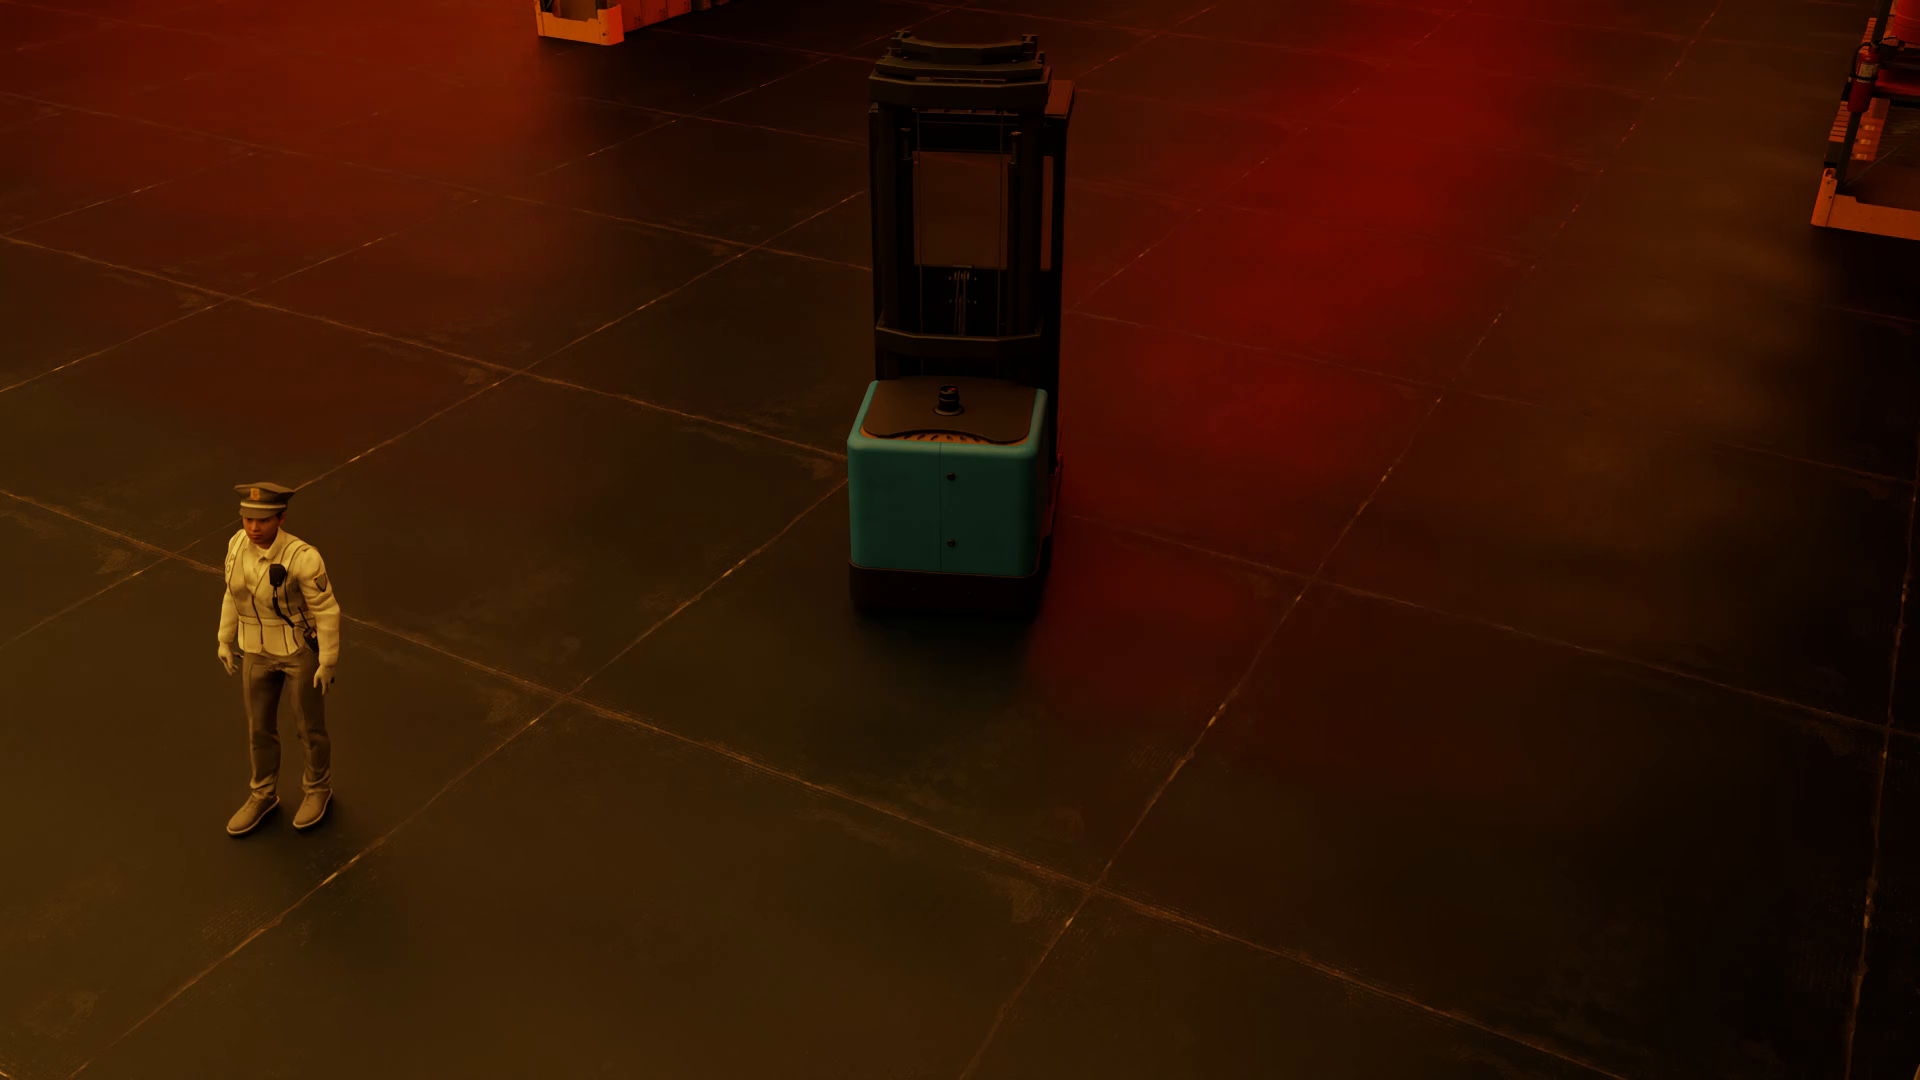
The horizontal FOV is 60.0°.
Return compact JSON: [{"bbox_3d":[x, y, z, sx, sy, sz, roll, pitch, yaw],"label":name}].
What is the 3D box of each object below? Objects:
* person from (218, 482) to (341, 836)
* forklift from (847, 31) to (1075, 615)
[{"bbox_3d":[-3.044,0.528,7.378,0.587,1.694,0.531,7,31,12],"label":"person"},{"bbox_3d":[0.072,-1.572,9.794,1.130,2.935,3.031,3,30,6],"label":"forklift"}]
